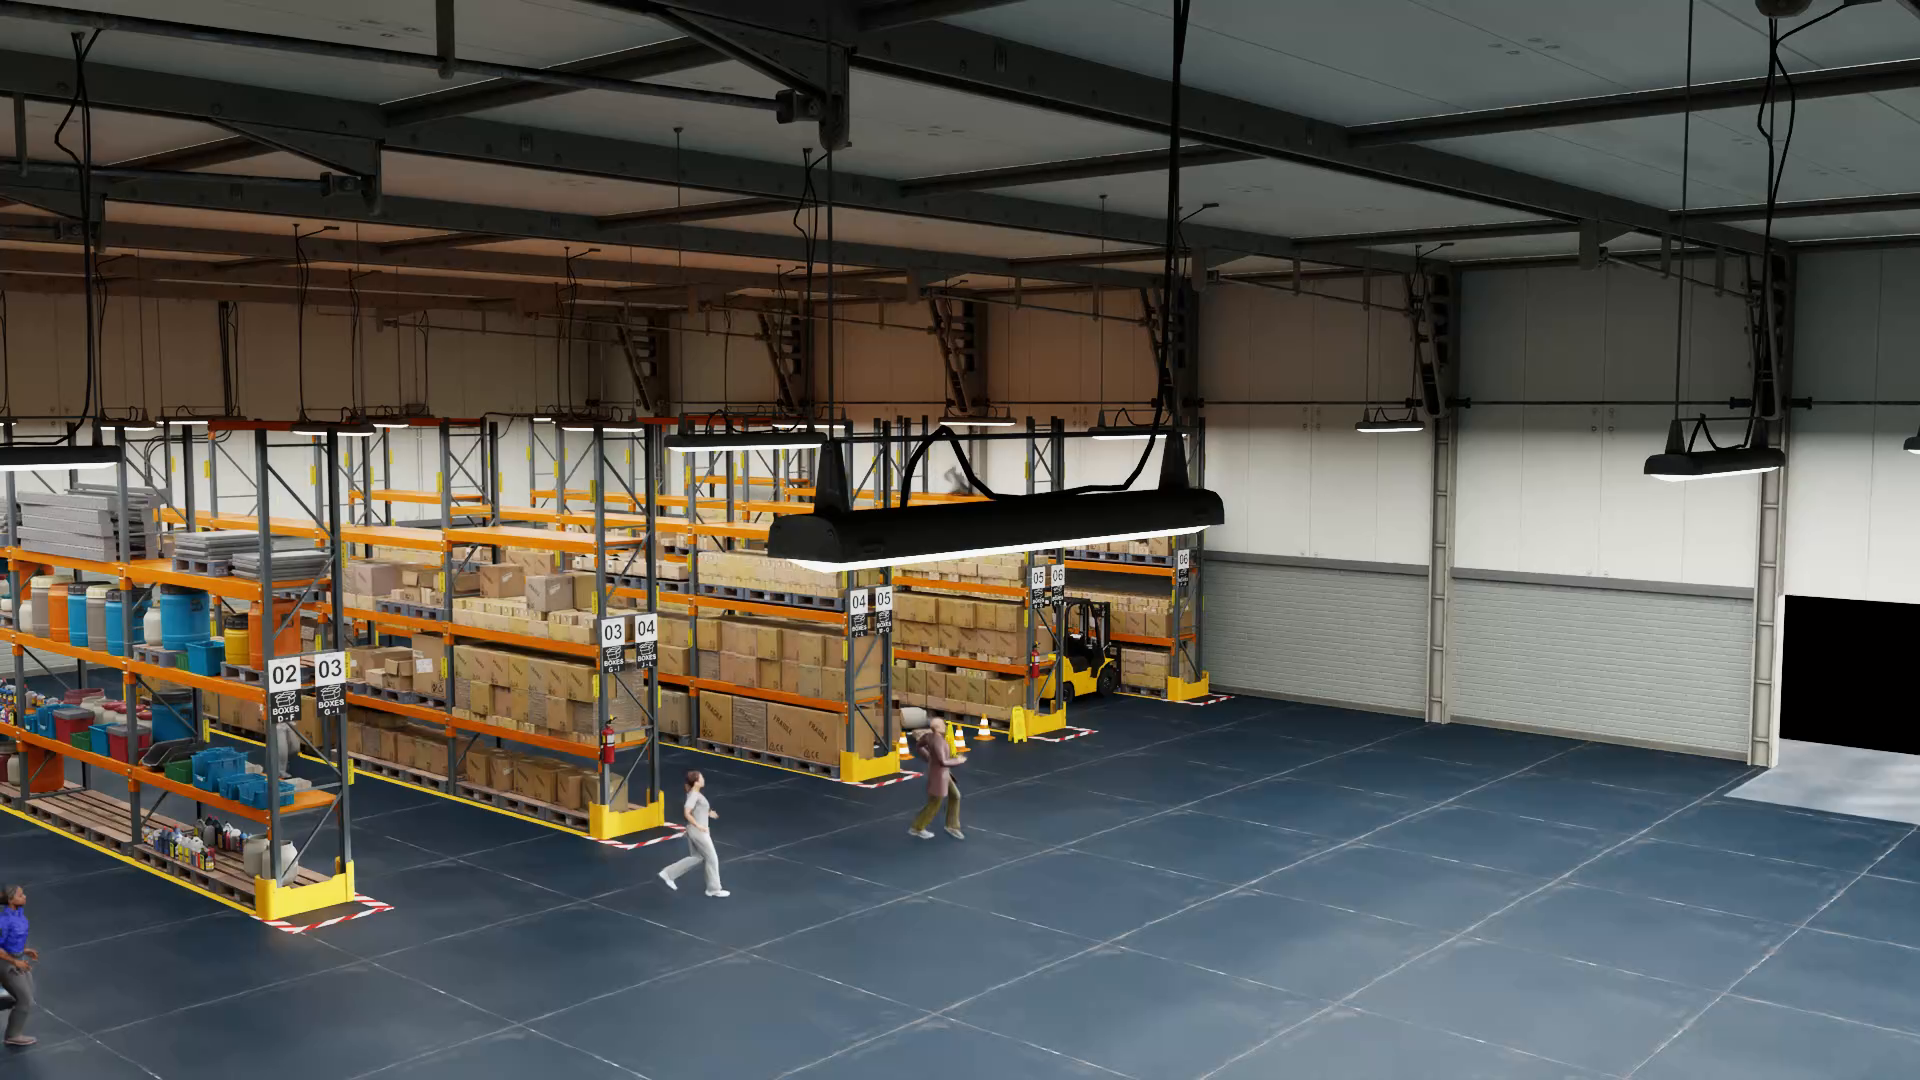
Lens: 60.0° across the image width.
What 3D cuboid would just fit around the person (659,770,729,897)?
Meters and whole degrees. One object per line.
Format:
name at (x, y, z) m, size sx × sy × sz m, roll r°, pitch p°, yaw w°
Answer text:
person at (-3.385, 3.751, 21.161) m, size 0.894 × 1.671 × 0.567 m, roll -2°, pitch 5°, yaw -20°

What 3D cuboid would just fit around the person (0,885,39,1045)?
person at (-9.390, 4.188, 16.349) m, size 0.552 × 1.594 × 0.556 m, roll -1°, pitch 5°, yaw -15°

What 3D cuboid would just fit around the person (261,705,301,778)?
person at (-11.412, 3.134, 28.020) m, size 0.622 × 1.732 × 0.659 m, roll 4°, pitch 6°, yaw 38°

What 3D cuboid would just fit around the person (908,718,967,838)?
person at (-0.334, 3.469, 24.016) m, size 0.858 × 1.830 × 0.712 m, roll -1°, pitch 5°, yaw -7°
